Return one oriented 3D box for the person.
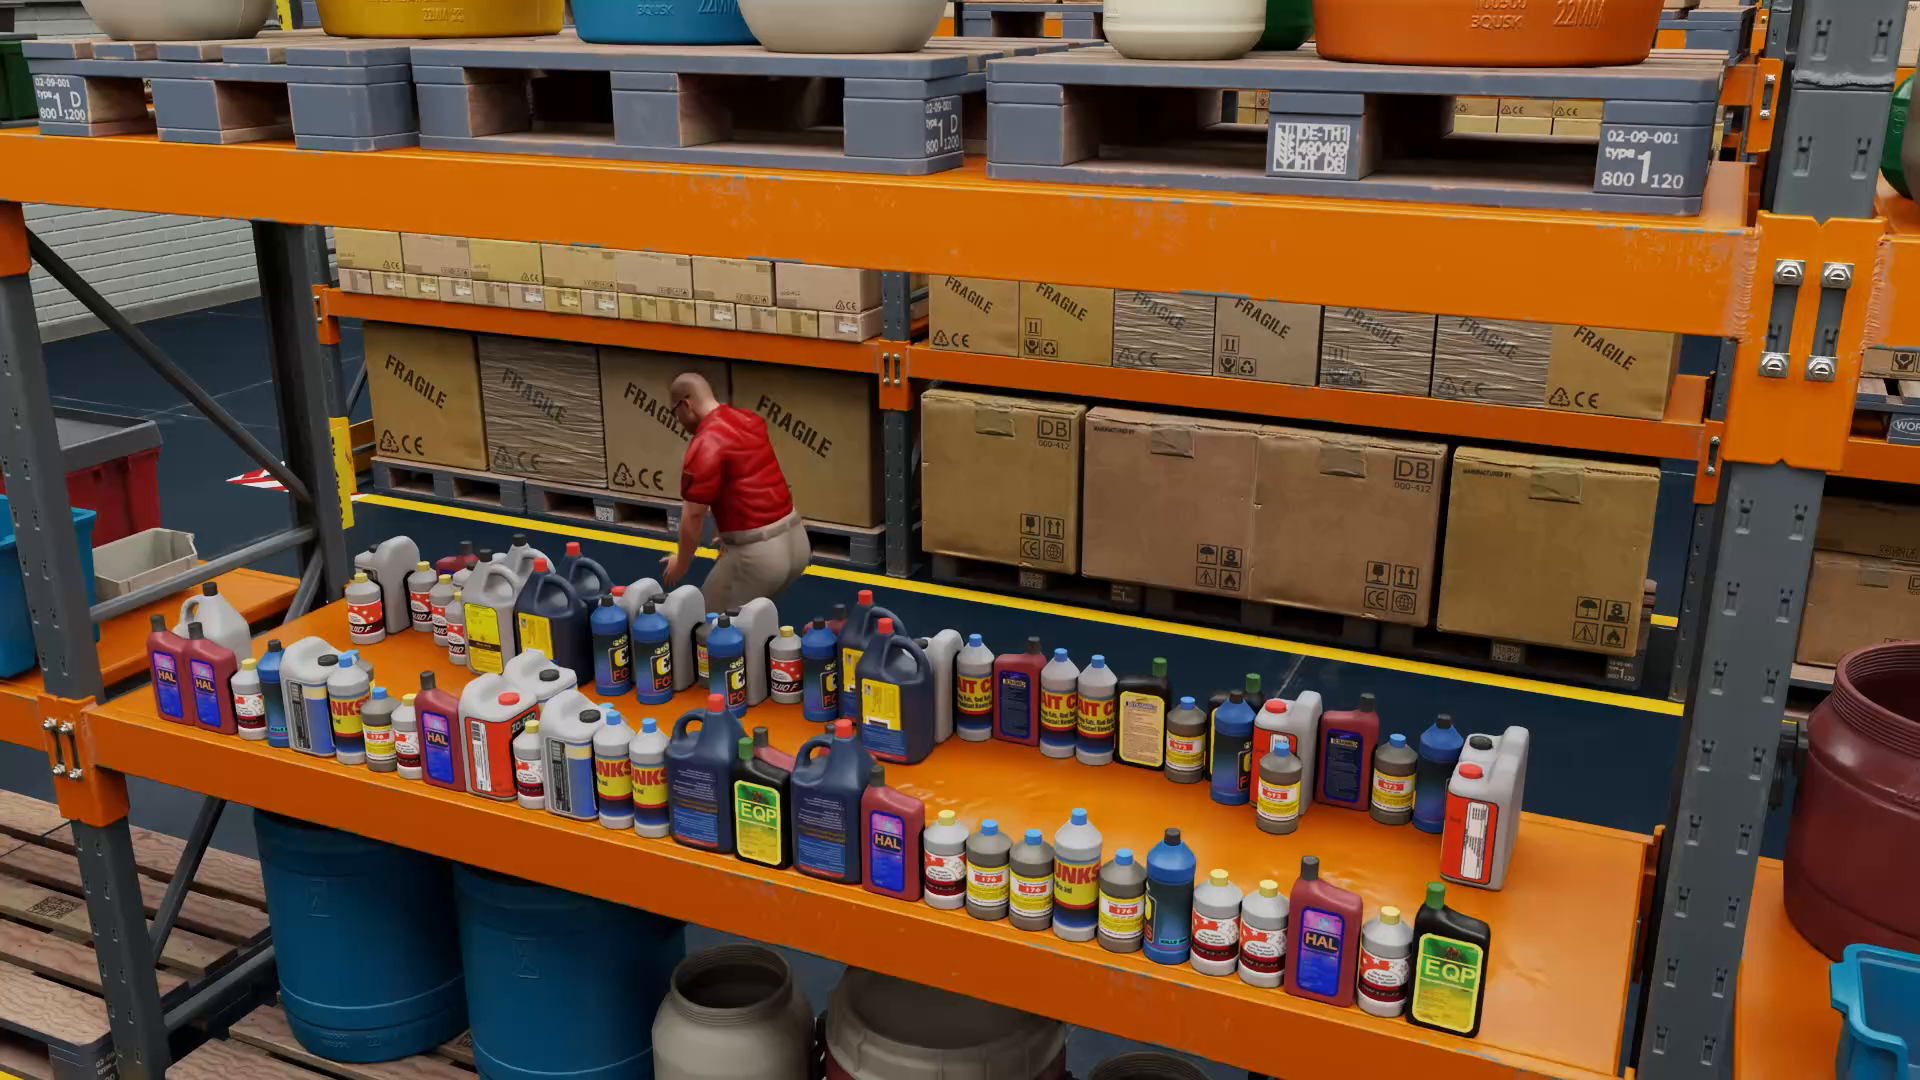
[{"bbox_3d":[-0.967,0.061,7.190,0.574,1.560,0.581,9,21,24],"label":"person"}]
